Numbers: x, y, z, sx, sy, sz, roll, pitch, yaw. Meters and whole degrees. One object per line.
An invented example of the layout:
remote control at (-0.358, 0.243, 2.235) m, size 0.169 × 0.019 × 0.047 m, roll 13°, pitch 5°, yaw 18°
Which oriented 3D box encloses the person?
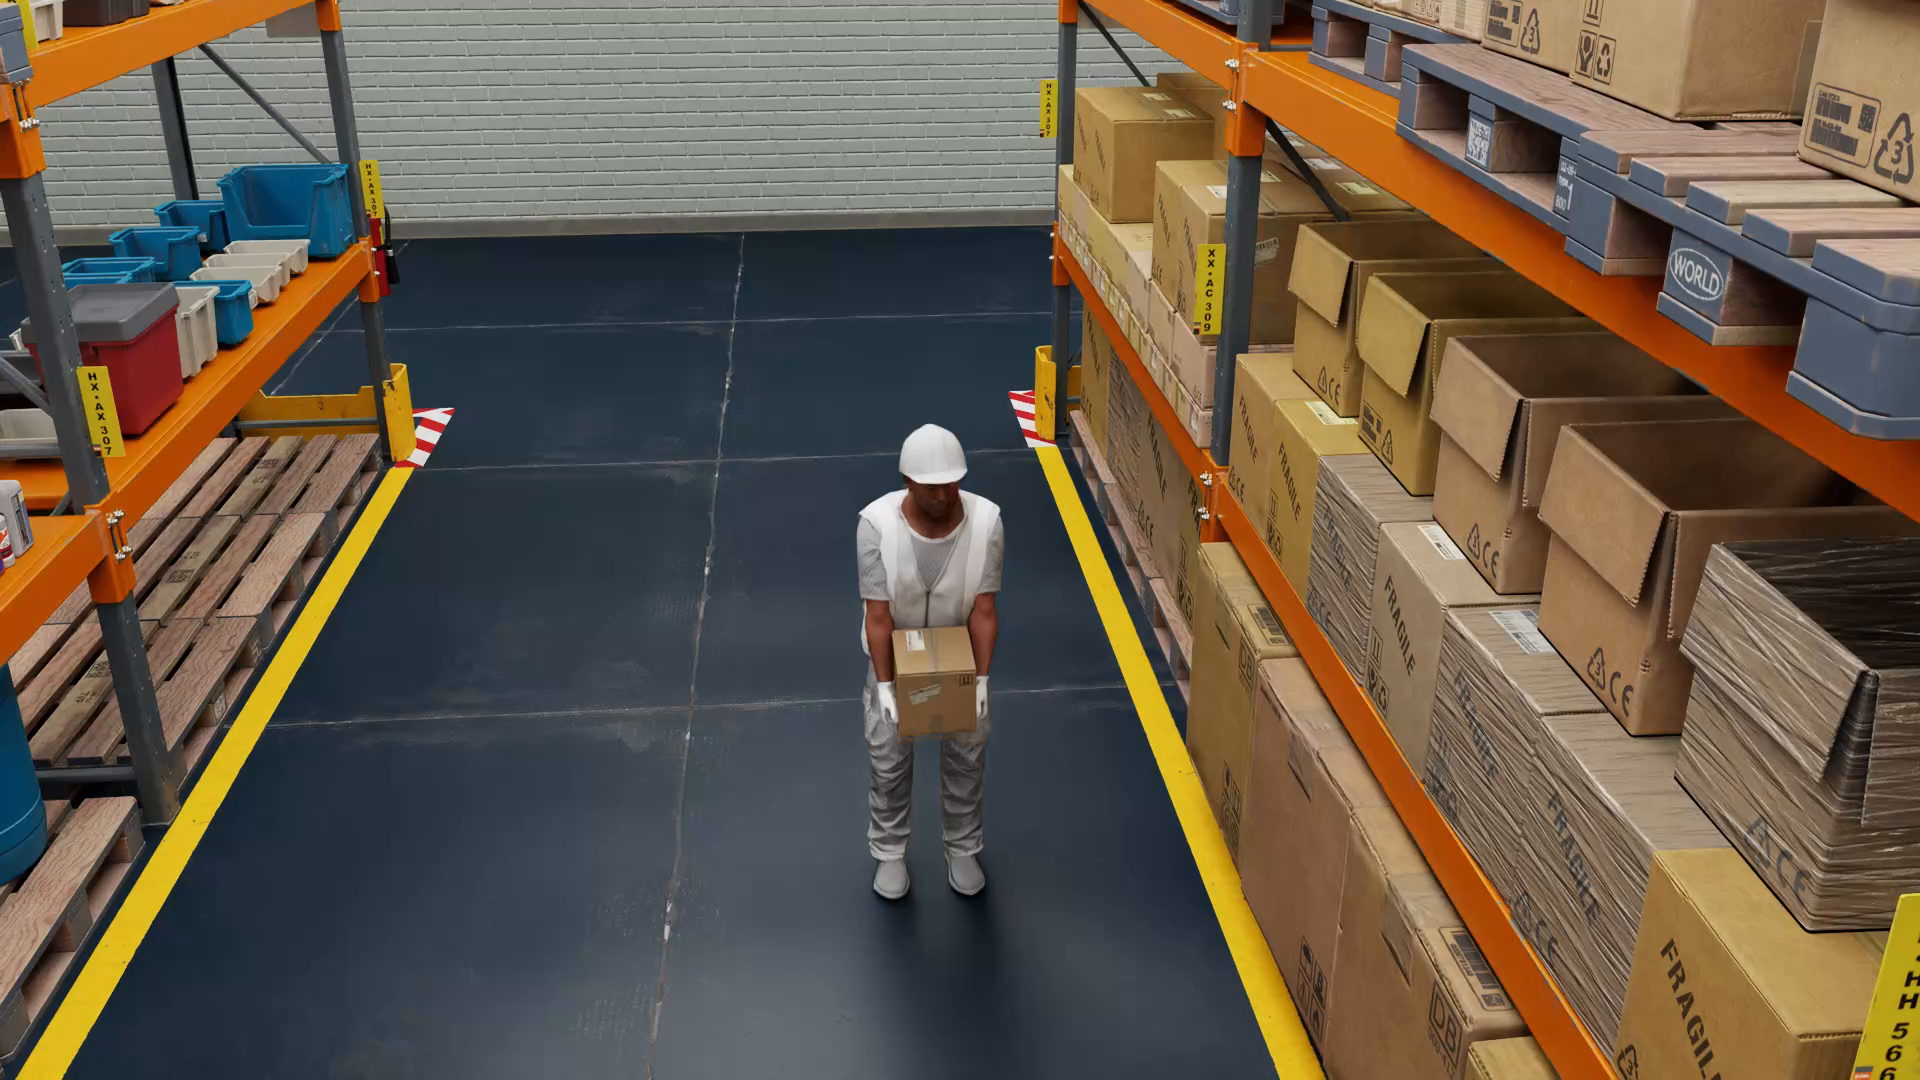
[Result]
person at (-0.092, 0.434, 5.602) m, size 0.487 × 1.761 × 0.604 m, roll -3°, pitch 24°, yaw -6°
